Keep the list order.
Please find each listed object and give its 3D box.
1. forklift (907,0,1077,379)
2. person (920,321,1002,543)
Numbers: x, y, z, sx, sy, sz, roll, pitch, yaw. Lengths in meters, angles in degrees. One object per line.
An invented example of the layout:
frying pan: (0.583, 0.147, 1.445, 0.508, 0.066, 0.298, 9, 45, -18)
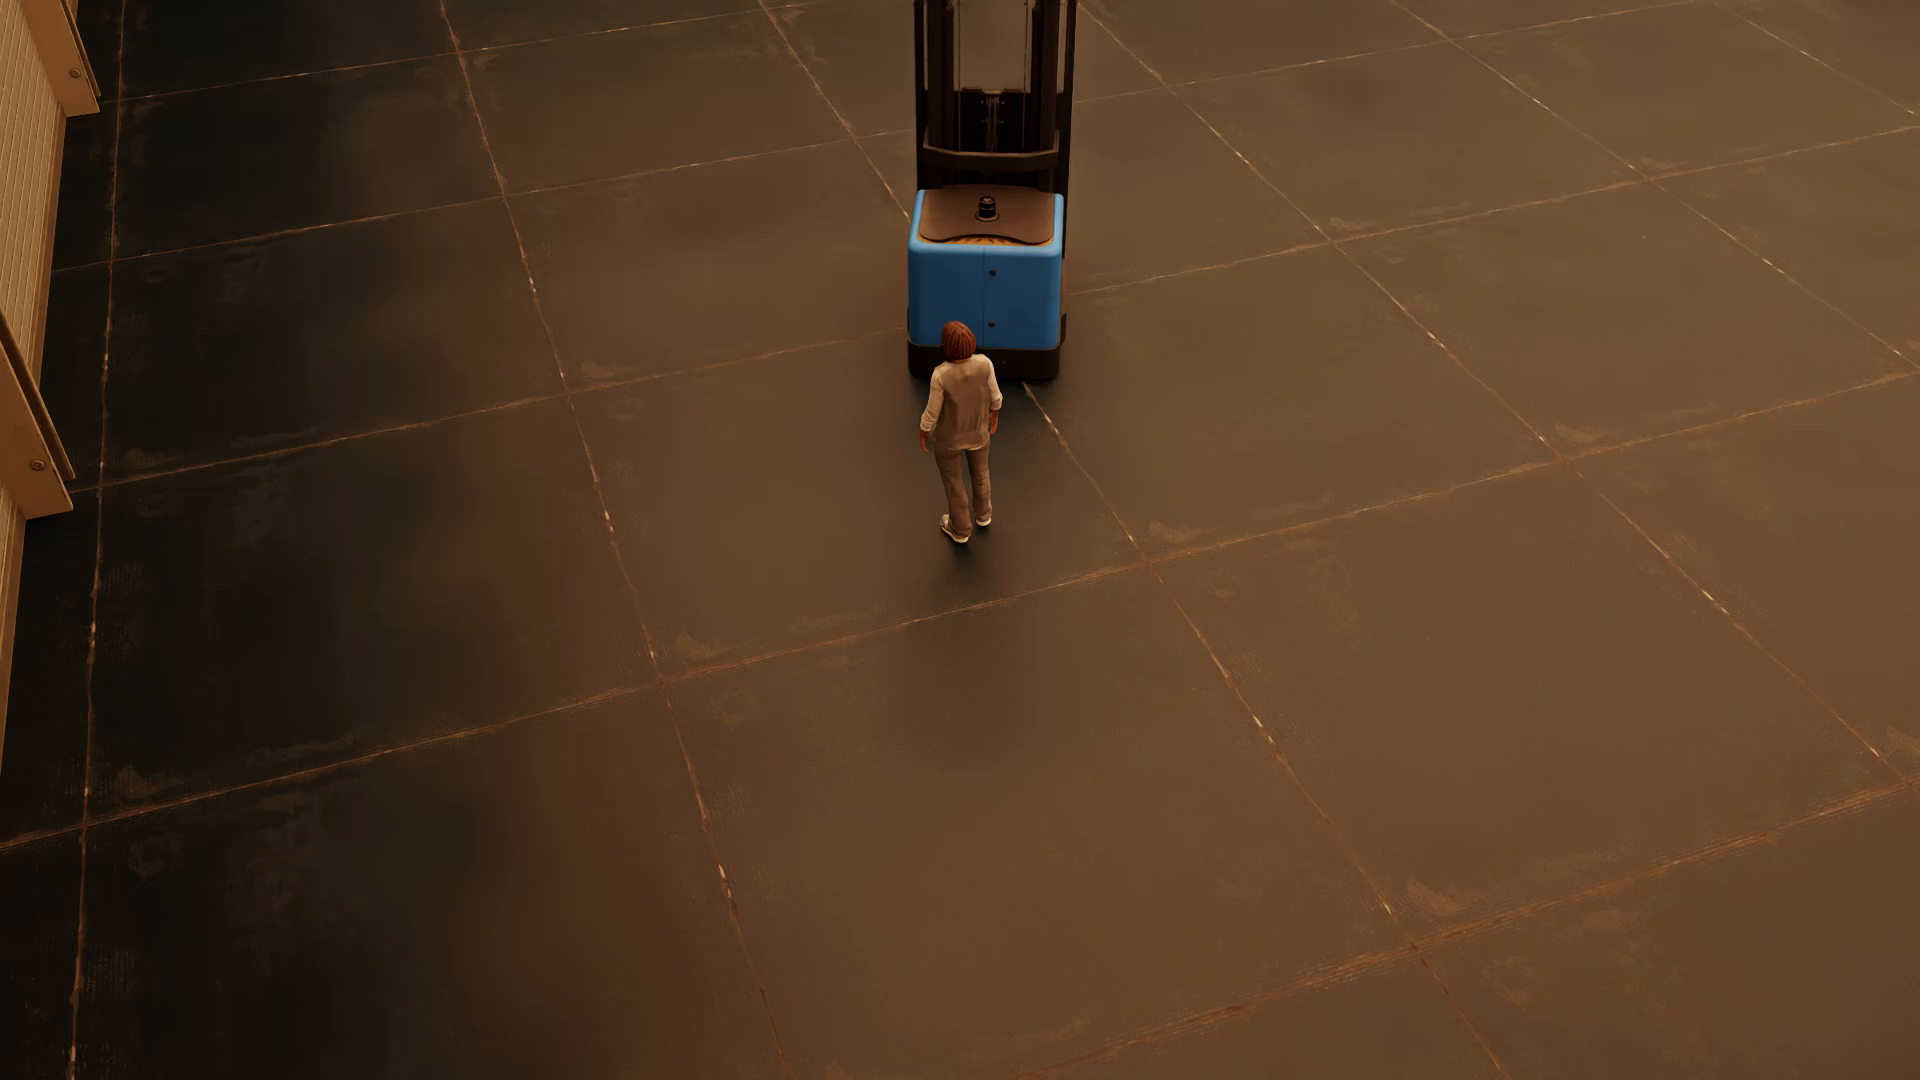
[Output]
forklift: (0.251, -3.165, 11.766, 1.130, 2.935, 3.031, 2, 40, 3)
person: (-0.012, -0.662, 9.816, 0.520, 1.590, 0.475, -13, 42, -15)
